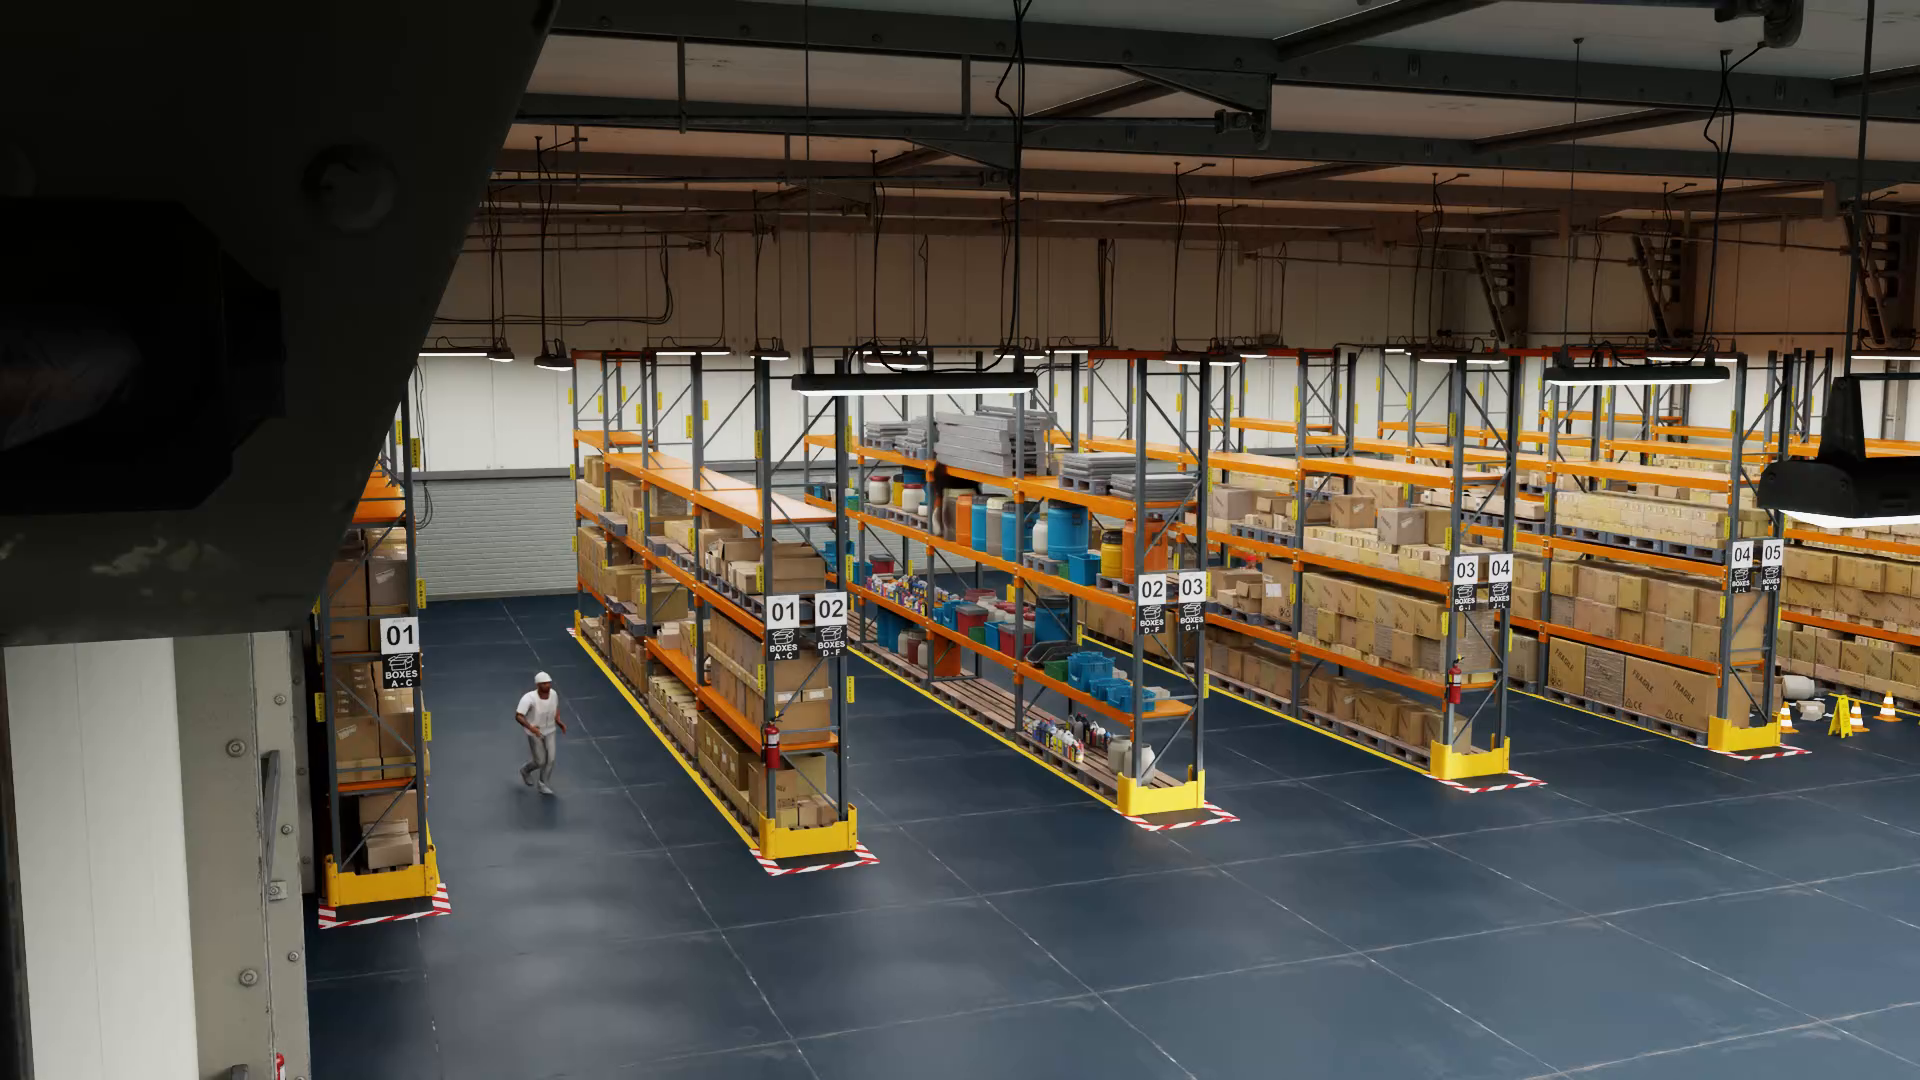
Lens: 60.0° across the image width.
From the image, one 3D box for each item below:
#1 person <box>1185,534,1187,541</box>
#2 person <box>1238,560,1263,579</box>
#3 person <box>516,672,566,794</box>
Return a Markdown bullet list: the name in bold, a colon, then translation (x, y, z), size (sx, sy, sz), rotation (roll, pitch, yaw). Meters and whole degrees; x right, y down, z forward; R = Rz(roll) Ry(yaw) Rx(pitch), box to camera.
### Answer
- **person**: translation (5.120, 0.693, 38.588), size (0.680, 1.738, 0.606), rotation (-2, 7, -17)
- **person**: translation (5.990, 1.227, 34.572), size (0.647, 1.590, 0.808), rotation (-2, 7, -17)
- **person**: translation (-5.830, 2.648, 22.960), size (0.700, 1.712, 0.689), rotation (-7, 10, -44)
